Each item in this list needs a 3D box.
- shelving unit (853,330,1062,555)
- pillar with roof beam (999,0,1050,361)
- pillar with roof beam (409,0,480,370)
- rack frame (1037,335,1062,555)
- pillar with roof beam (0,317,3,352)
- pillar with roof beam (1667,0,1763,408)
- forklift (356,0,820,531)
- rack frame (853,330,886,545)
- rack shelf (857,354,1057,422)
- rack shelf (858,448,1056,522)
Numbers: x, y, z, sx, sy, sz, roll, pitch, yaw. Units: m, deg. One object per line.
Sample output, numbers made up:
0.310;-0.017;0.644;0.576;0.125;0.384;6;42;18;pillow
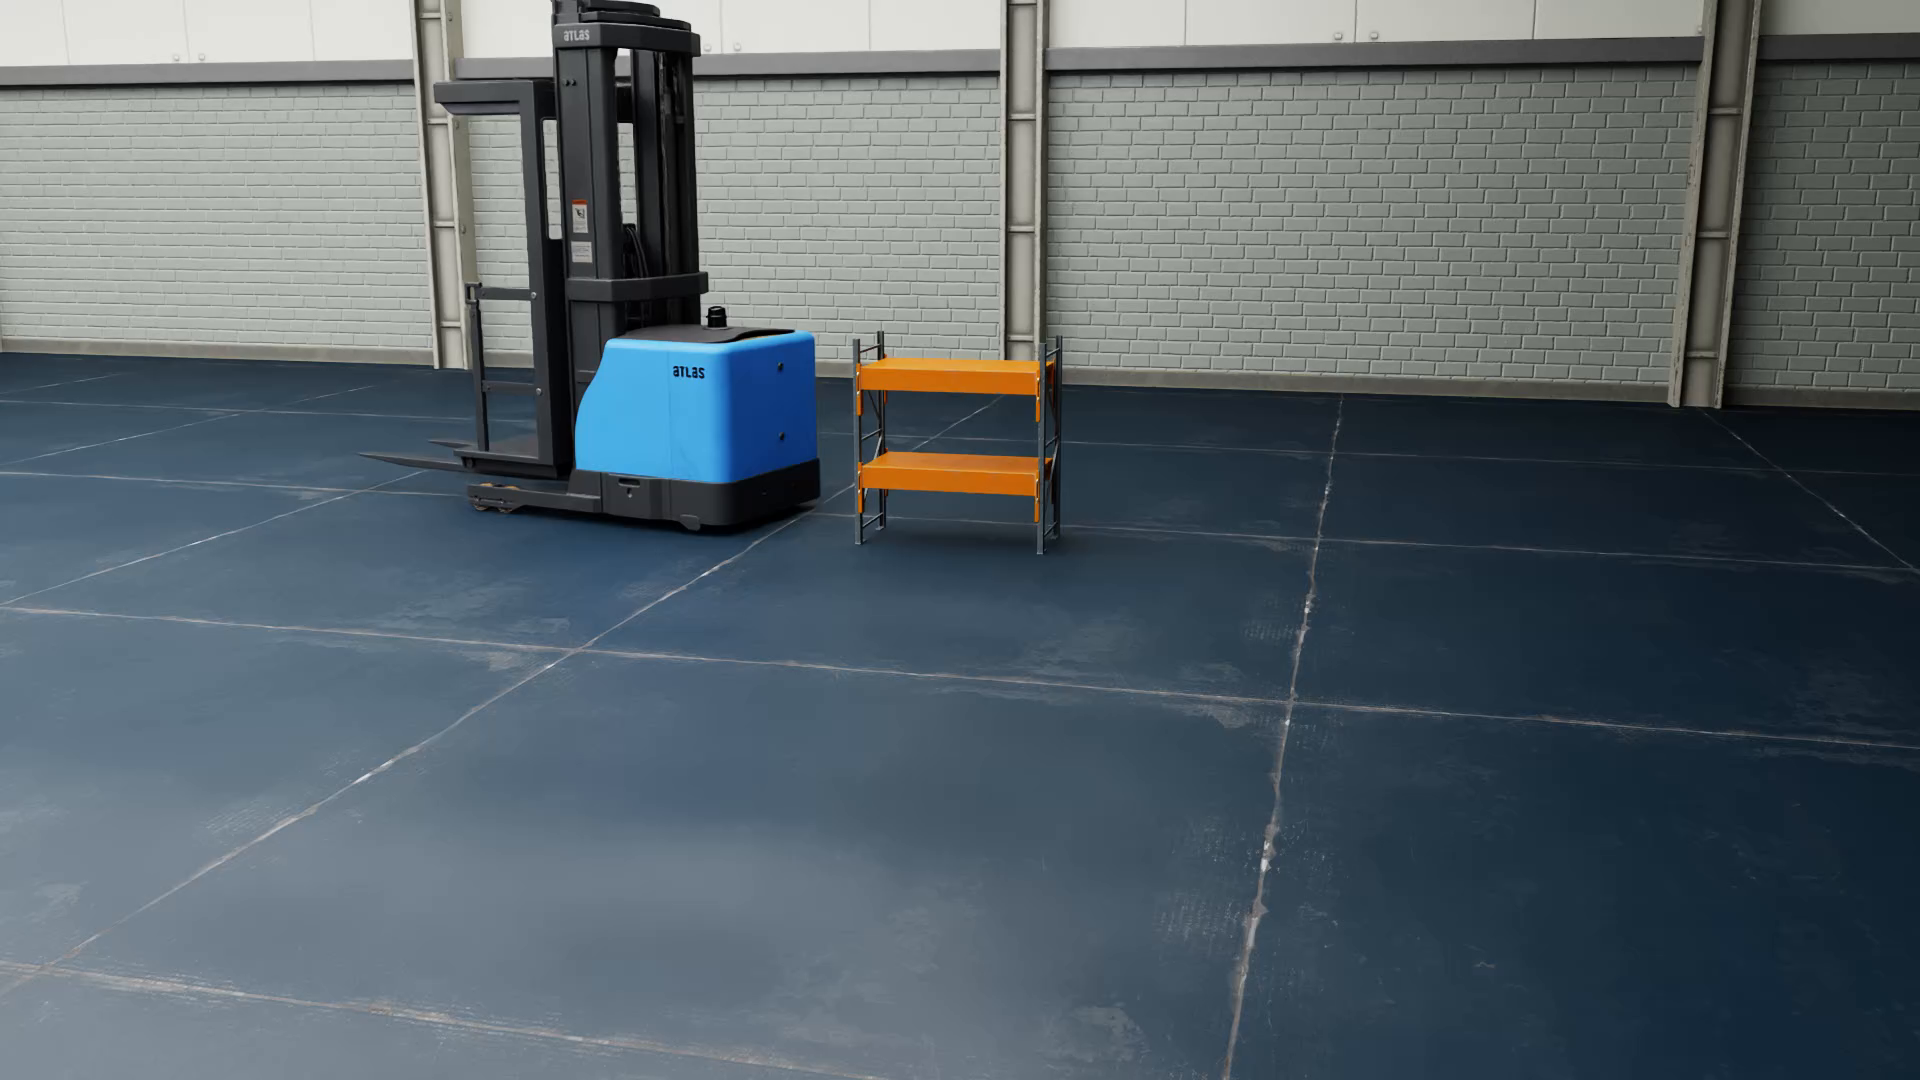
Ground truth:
-0.007;-0.549;9.113;1.048;1.125;0.538;3;13;14;shelving unit
-0.436;-4.978;10.893;0.400;9.000;9.100;3;13;14;pillar with roof beam
-6.261;-5.289;12.297;0.400;9.000;9.100;3;13;14;pillar with roof beam
0.487;-0.523;8.995;0.032;1.125;0.500;3;13;14;rack frame
-12.087;-5.600;13.700;0.400;9.000;9.100;3;13;14;pillar with roof beam
5.389;-4.666;9.490;0.400;9.000;9.100;3;13;14;pillar with roof beam
-2.396;-1.683;10.053;3.031;2.935;1.130;6;14;27;forklift
-0.500;-0.576;9.232;0.032;1.125;0.500;3;13;14;rack frame
-0.007;-0.835;9.050;1.000;0.278;0.538;3;13;14;rack shelf
-0.007;-0.311;9.166;1.000;0.278;0.538;3;13;14;rack shelf
